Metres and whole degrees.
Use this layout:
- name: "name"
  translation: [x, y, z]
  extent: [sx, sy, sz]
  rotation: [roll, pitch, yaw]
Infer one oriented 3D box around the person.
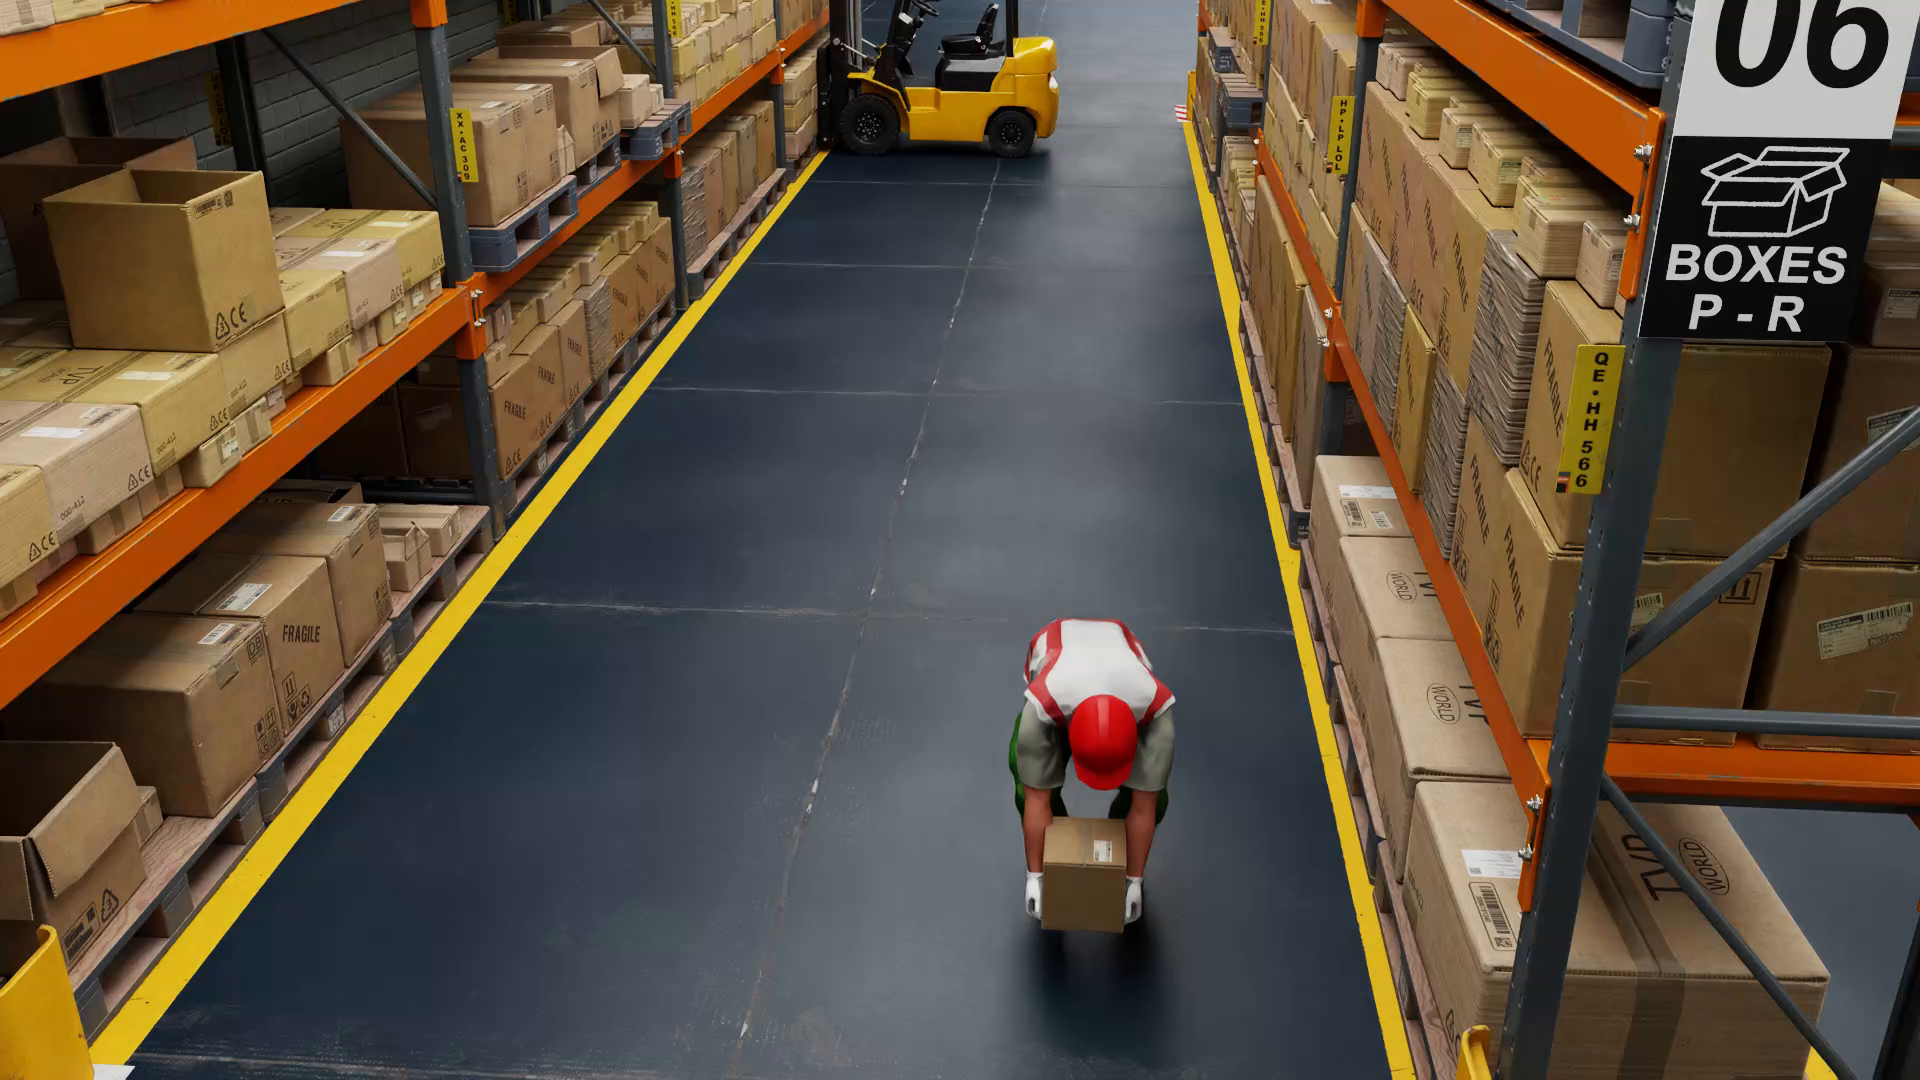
- name: "person"
  translation: [0.423, 0.763, 5.355]
  extent: [0.530, 0.990, 0.953]
  rotation: [1, 24, 2]
